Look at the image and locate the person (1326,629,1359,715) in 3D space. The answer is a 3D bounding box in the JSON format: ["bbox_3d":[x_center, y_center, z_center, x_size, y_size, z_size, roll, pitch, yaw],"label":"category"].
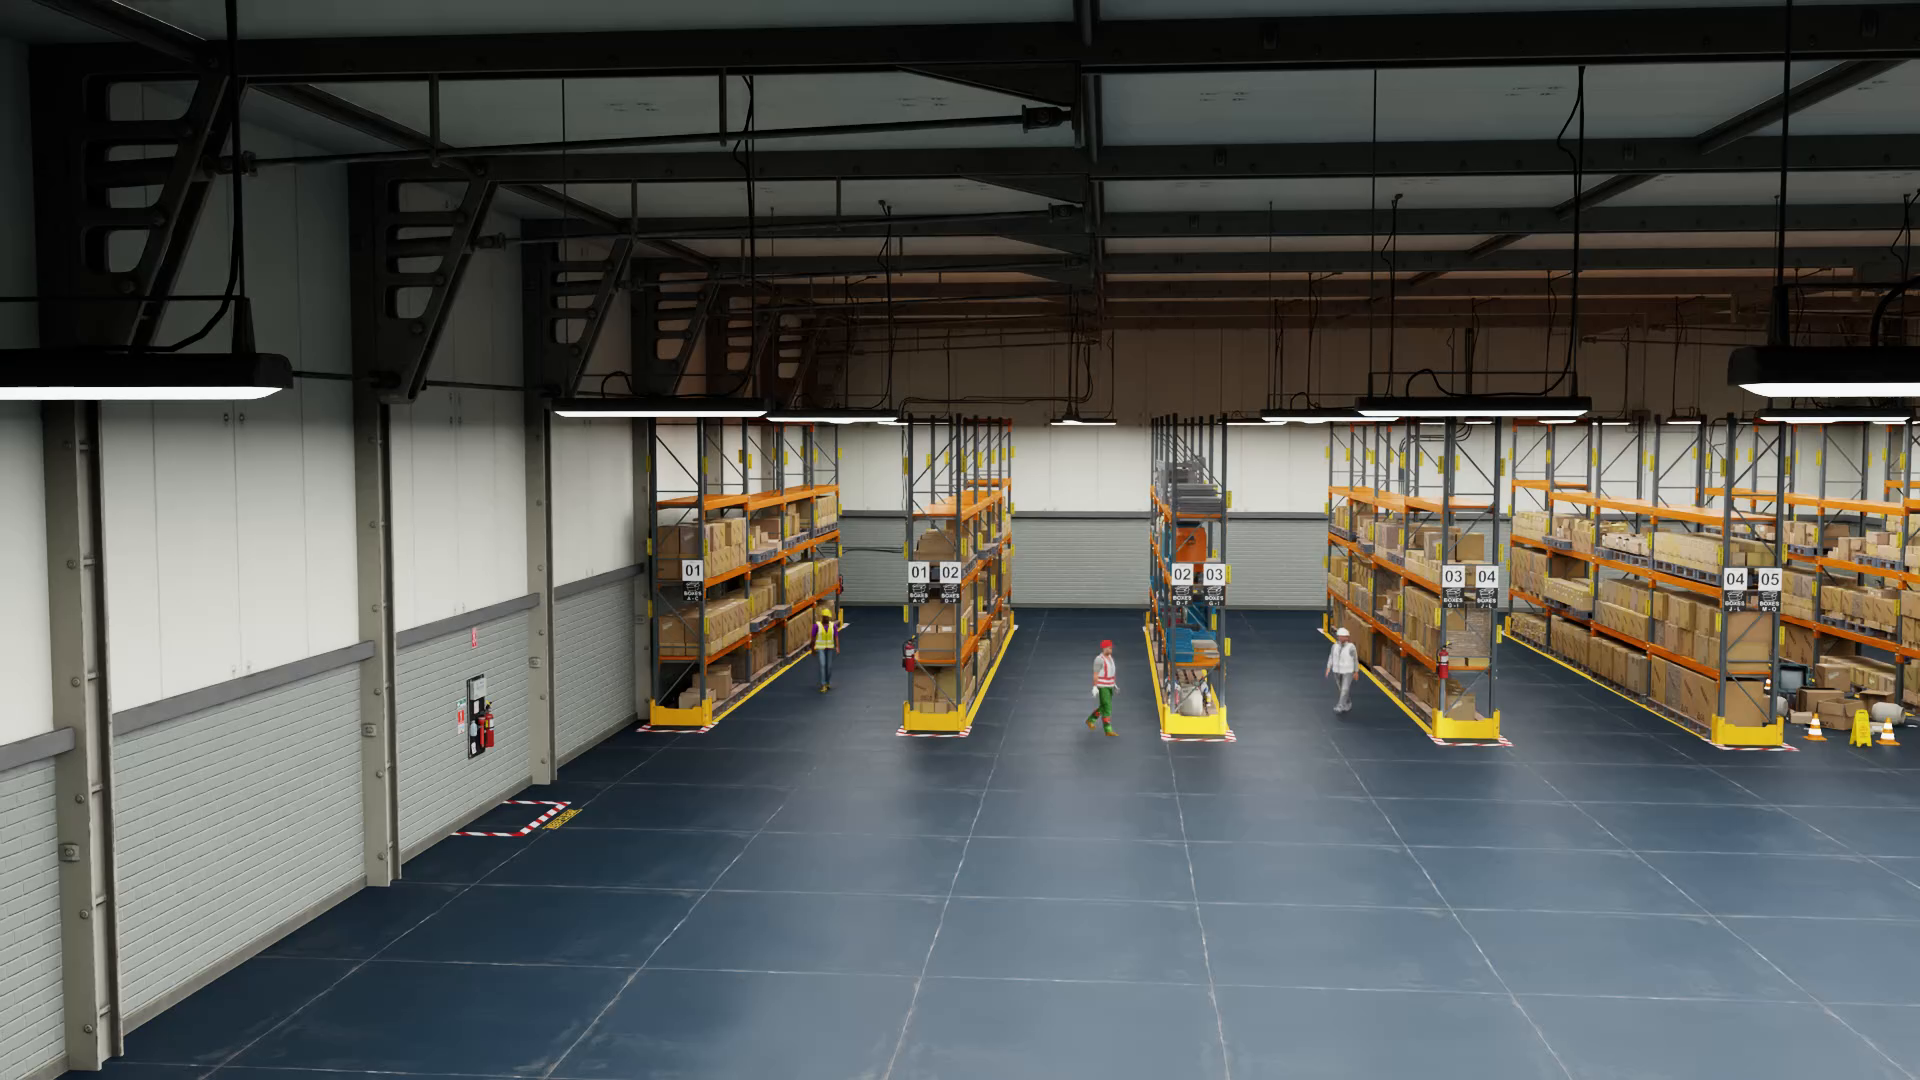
[{"bbox_3d":[7.607,2.621,33.188,1.088,1.703,0.585,-3,5,-41],"label":"person"}]

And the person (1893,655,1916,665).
[{"bbox_3d":[22.855,2.243,40.074,0.482,1.666,0.535,-2,4,-23],"label":"person"}]

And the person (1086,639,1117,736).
[{"bbox_3d":[2.661,2.740,31.099,0.706,1.783,0.607,2,4,25],"label":"person"}]

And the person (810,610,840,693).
[{"bbox_3d":[-2.891,2.430,36.378,0.594,1.736,0.742,-2,4,-28],"label":"person"}]
